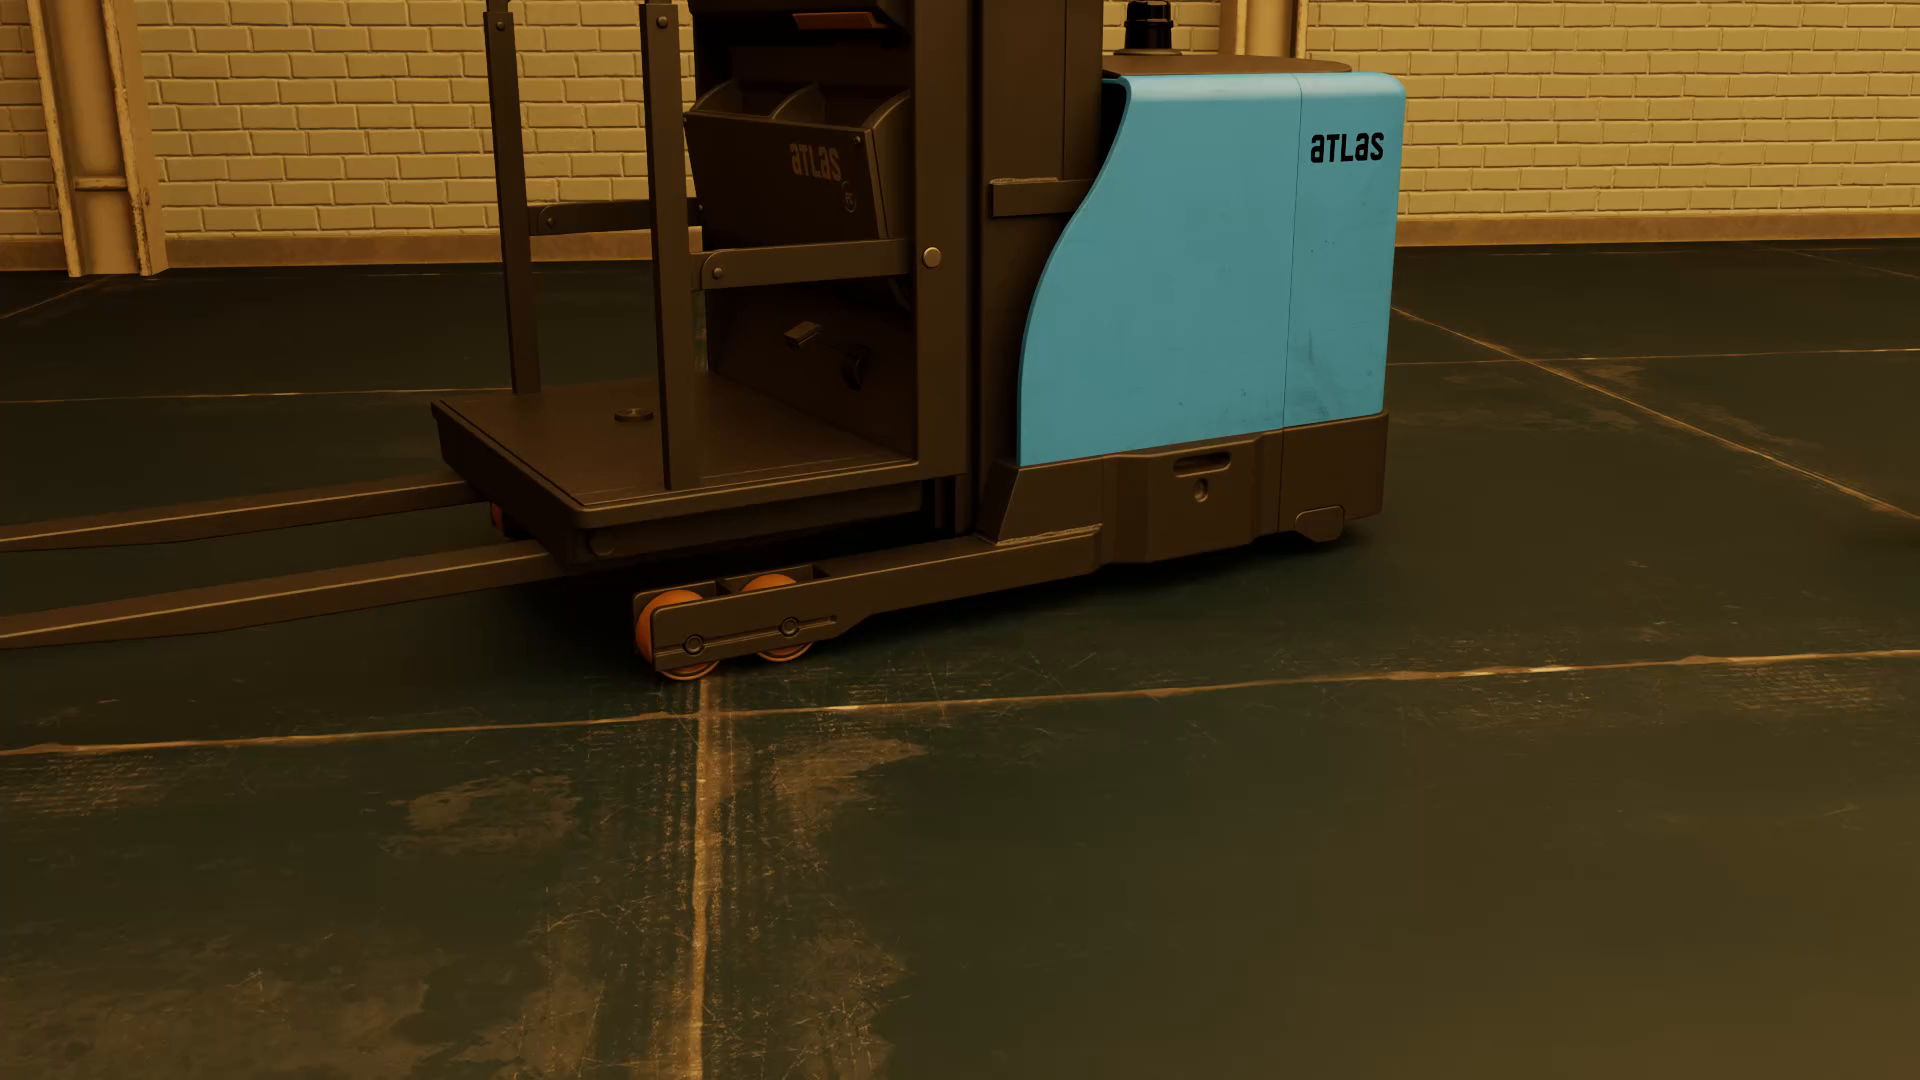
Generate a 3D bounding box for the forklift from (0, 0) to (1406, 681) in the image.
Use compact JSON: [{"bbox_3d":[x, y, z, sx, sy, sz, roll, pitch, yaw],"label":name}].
[{"bbox_3d":[-0.526,-1.315,3.251,3.031,2.935,1.130,-10,19,-29],"label":"forklift"}]
